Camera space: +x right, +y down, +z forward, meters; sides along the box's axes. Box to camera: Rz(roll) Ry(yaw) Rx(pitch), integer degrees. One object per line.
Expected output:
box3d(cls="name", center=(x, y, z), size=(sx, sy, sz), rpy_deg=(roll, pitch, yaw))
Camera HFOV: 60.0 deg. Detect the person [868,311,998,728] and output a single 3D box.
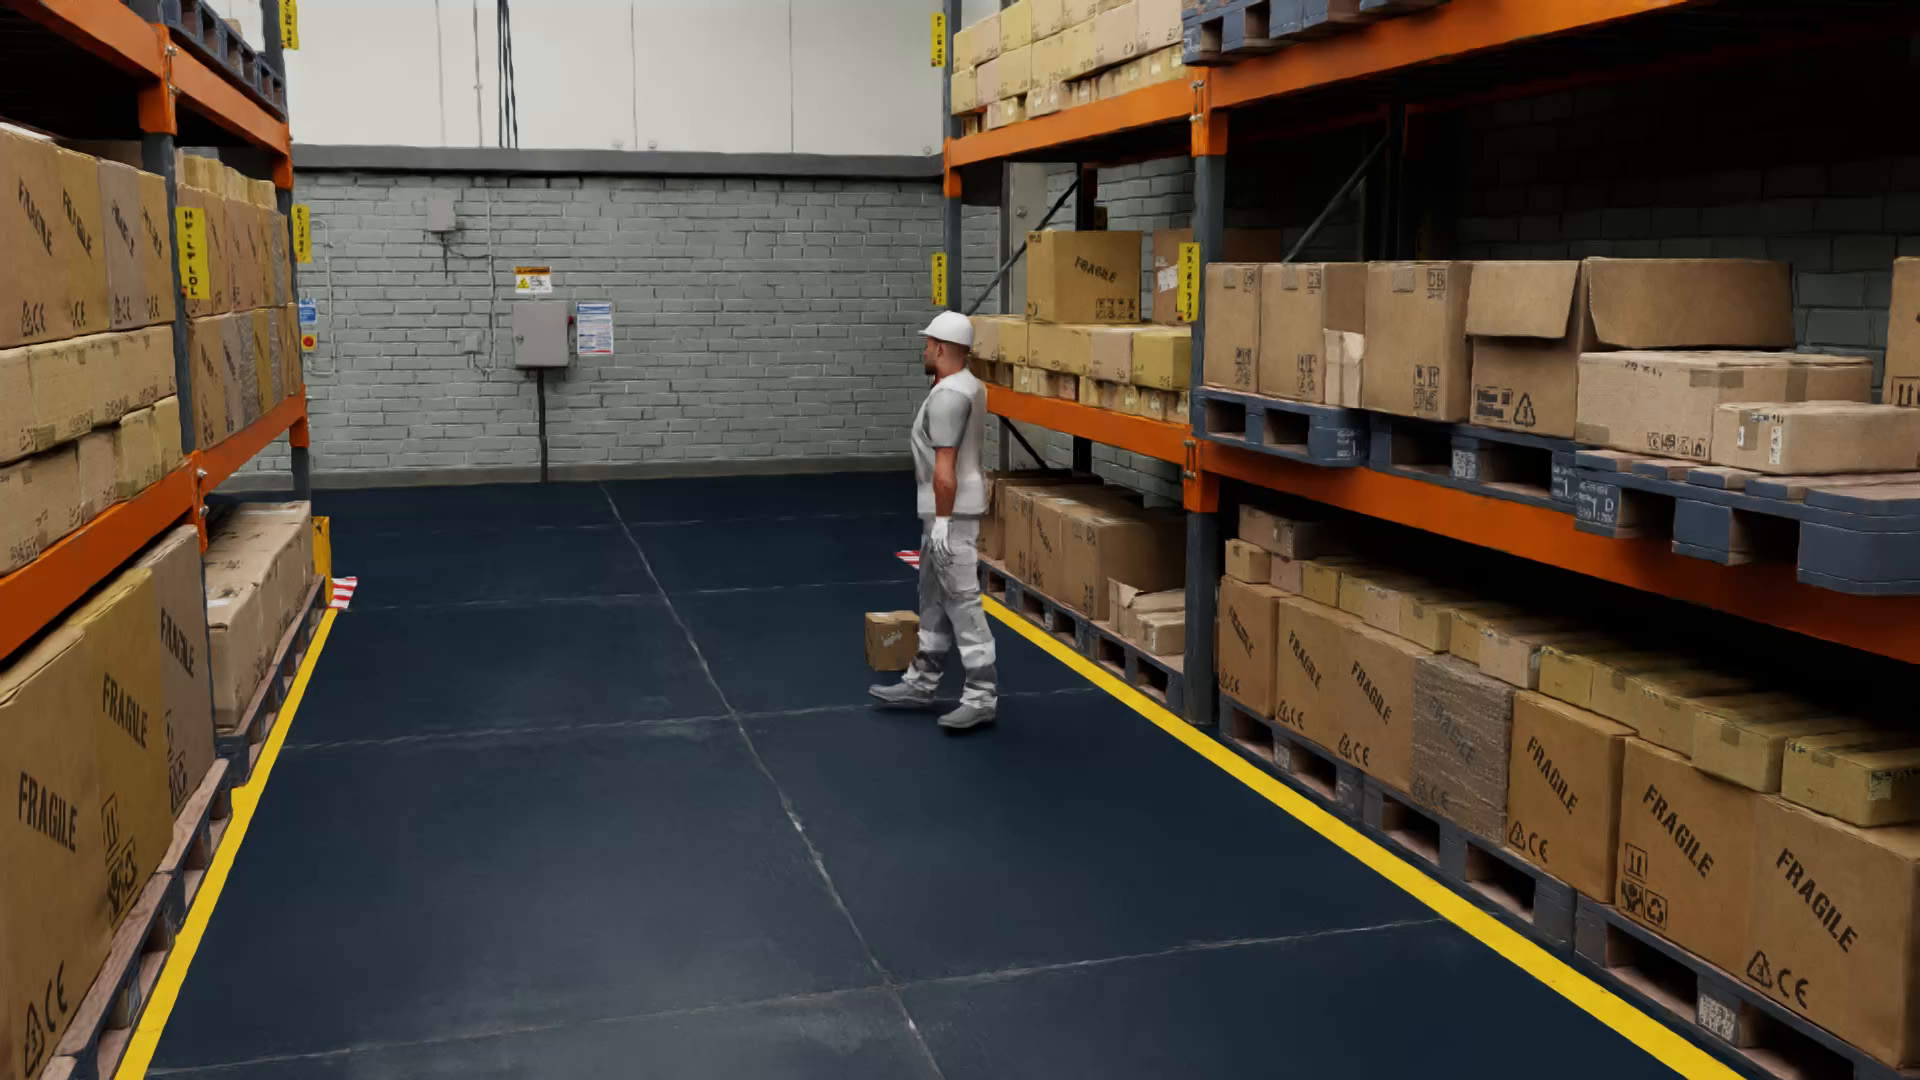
box3d(cls="person", center=(-0.124, -0.110, 7.330), size=(0.610, 1.783, 0.755), rpy_deg=(1, 9, 5))
